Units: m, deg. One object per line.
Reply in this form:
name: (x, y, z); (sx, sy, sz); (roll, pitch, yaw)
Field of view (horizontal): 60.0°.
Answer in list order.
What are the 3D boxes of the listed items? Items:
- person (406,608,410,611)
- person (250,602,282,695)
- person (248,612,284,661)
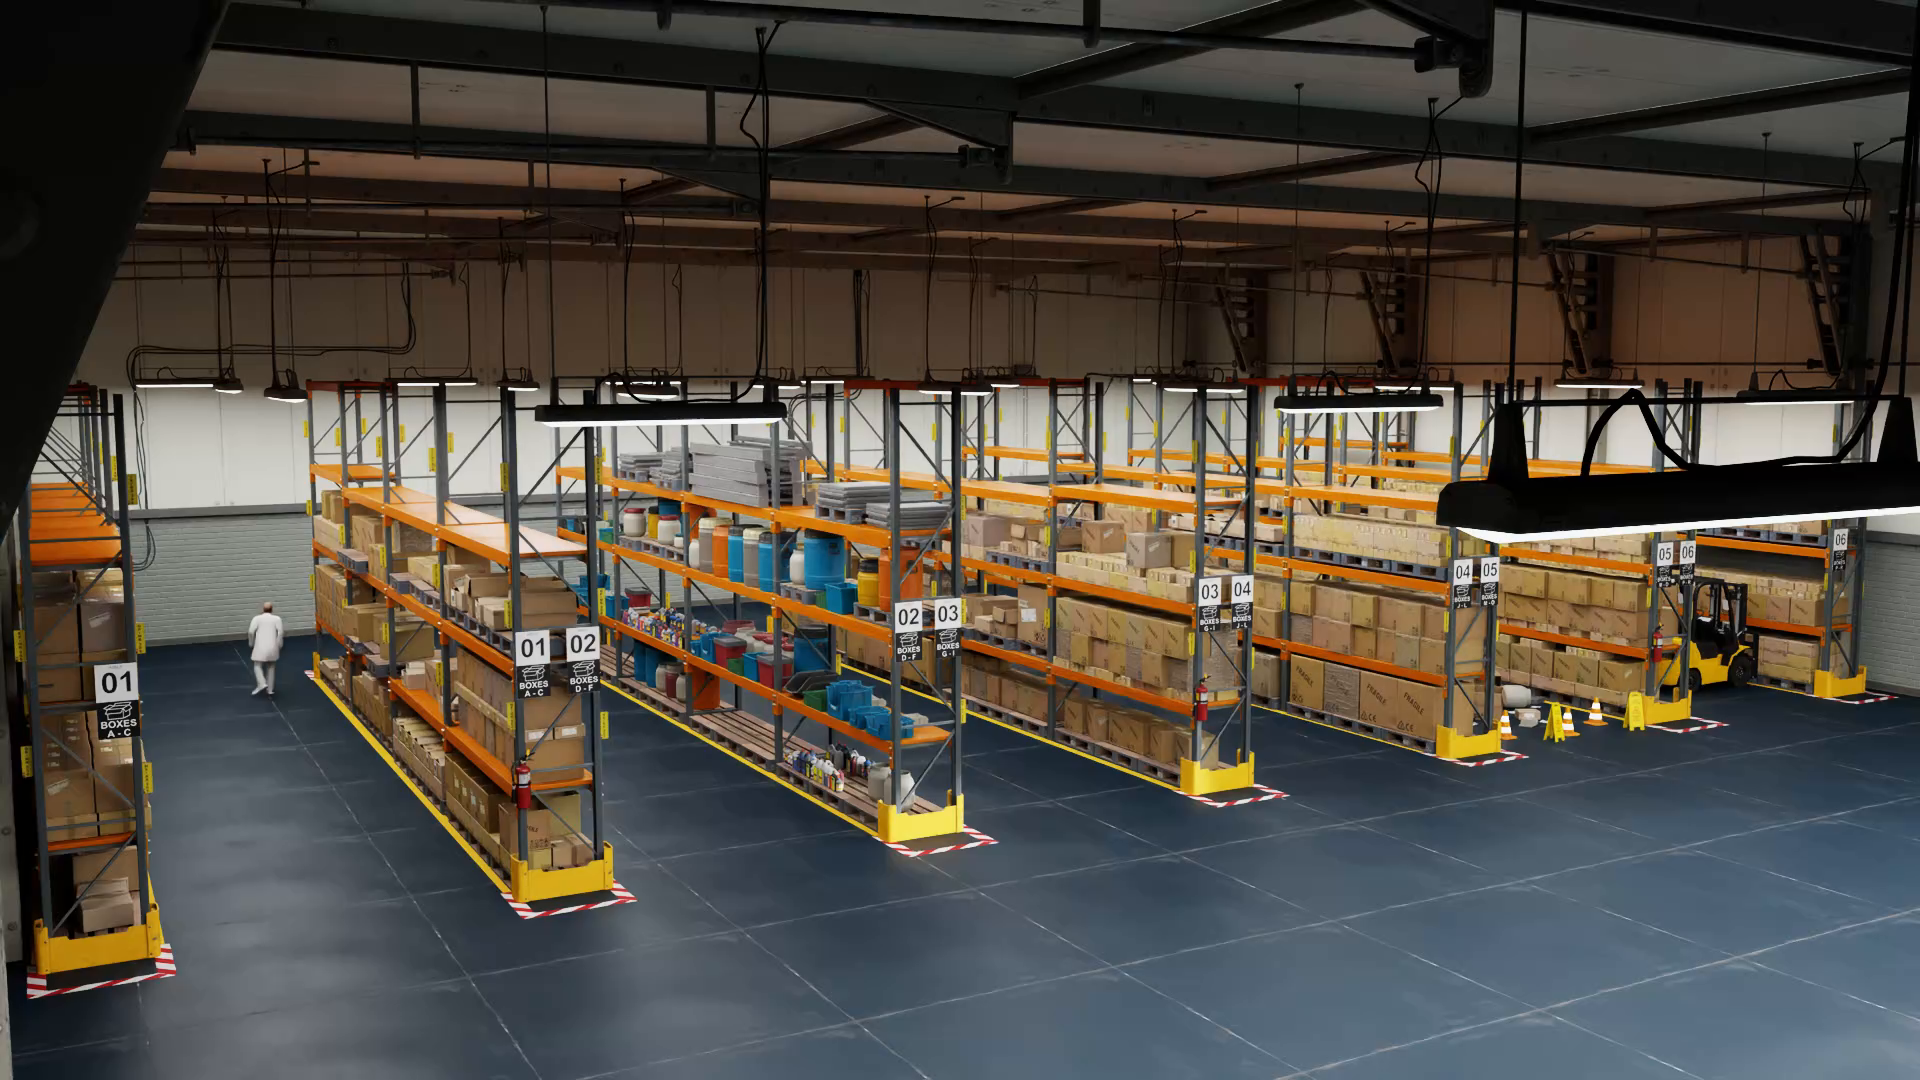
person: (-11.463, 1.784, 35.003); (0.454, 1.631, 0.863); (-4, 7, -32)
person: (-13.243, 2.087, 31.760); (0.608, 1.752, 0.703); (-3, 7, -26)
person: (-4.726, 1.260, 39.307); (23.226, 1.715, 3.425); (-4, 7, -33)
